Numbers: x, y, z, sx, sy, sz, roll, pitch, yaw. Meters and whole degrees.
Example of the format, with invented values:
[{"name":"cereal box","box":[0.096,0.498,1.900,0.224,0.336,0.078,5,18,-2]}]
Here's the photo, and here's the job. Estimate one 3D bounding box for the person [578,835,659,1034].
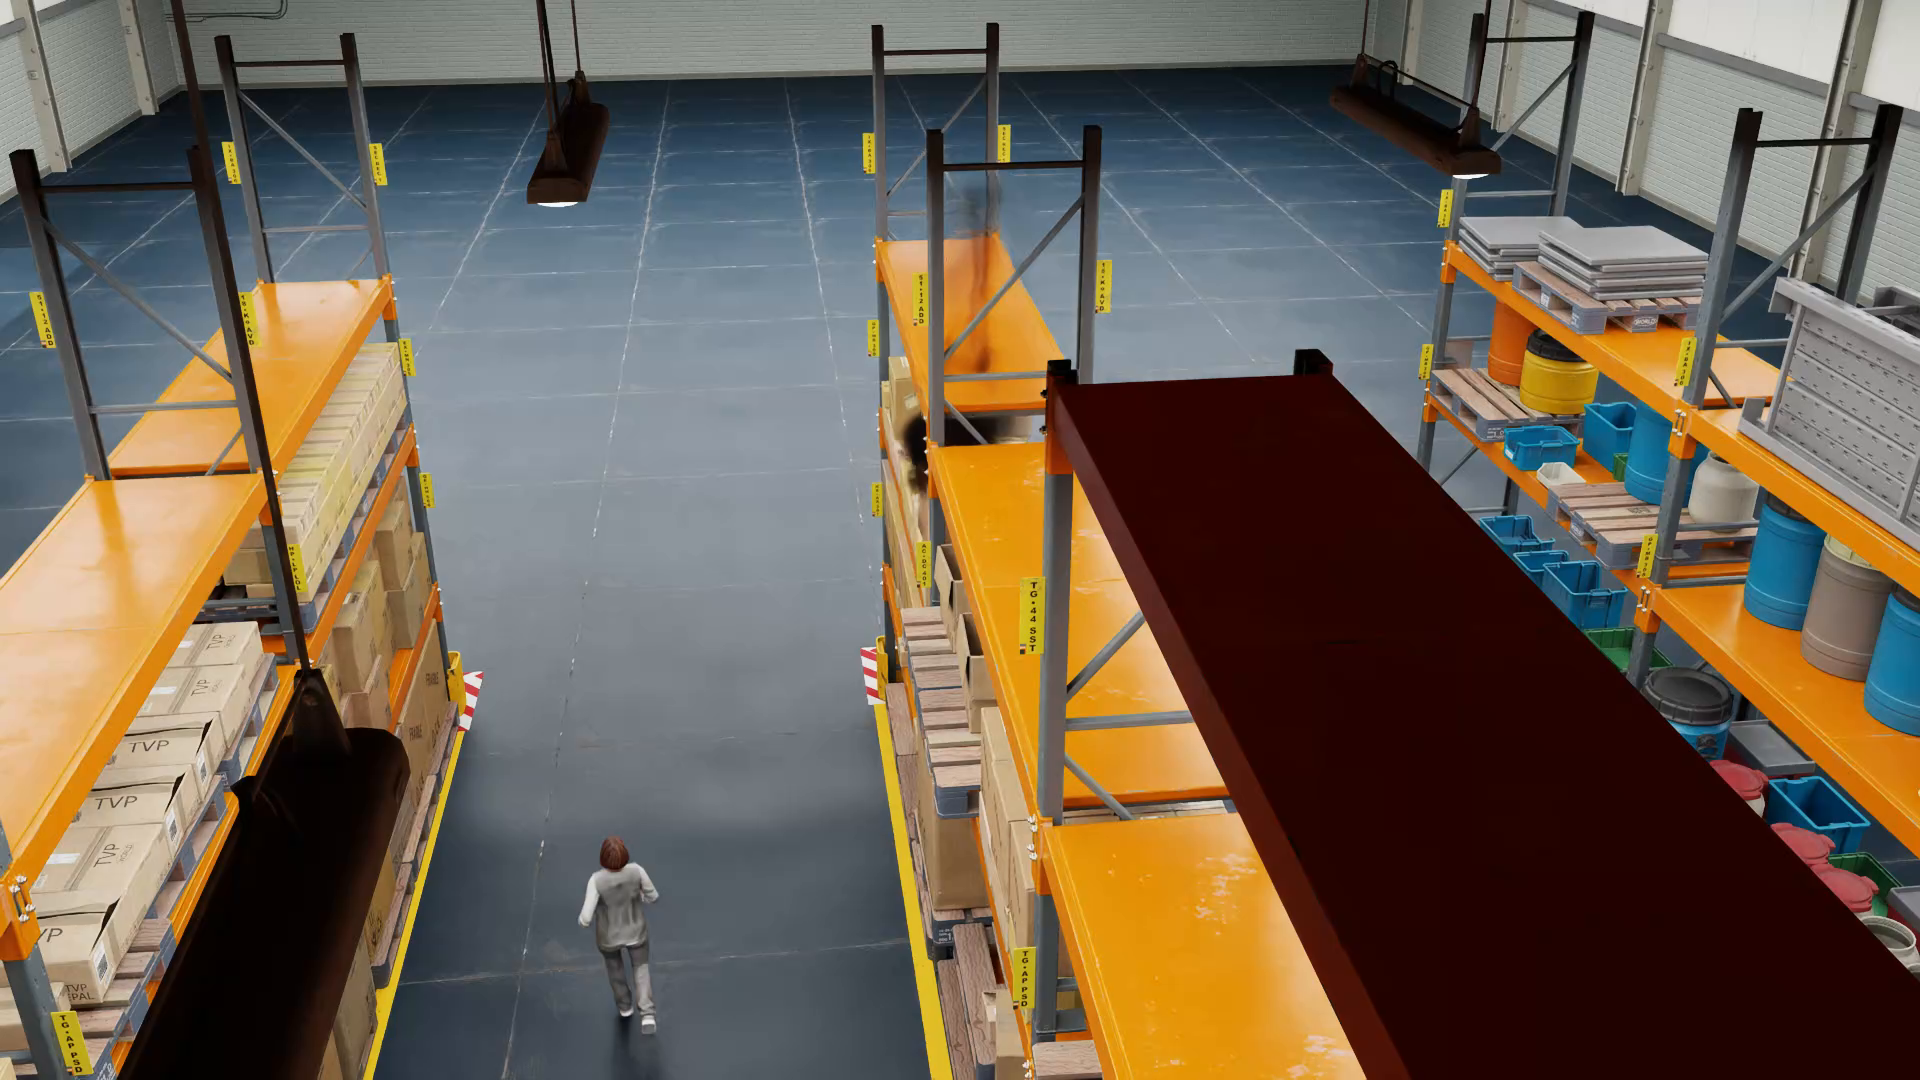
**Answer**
[{"name":"person","box":[-2.262,2.656,11.126,0.548,1.567,0.739,-9,27,-19]}]
